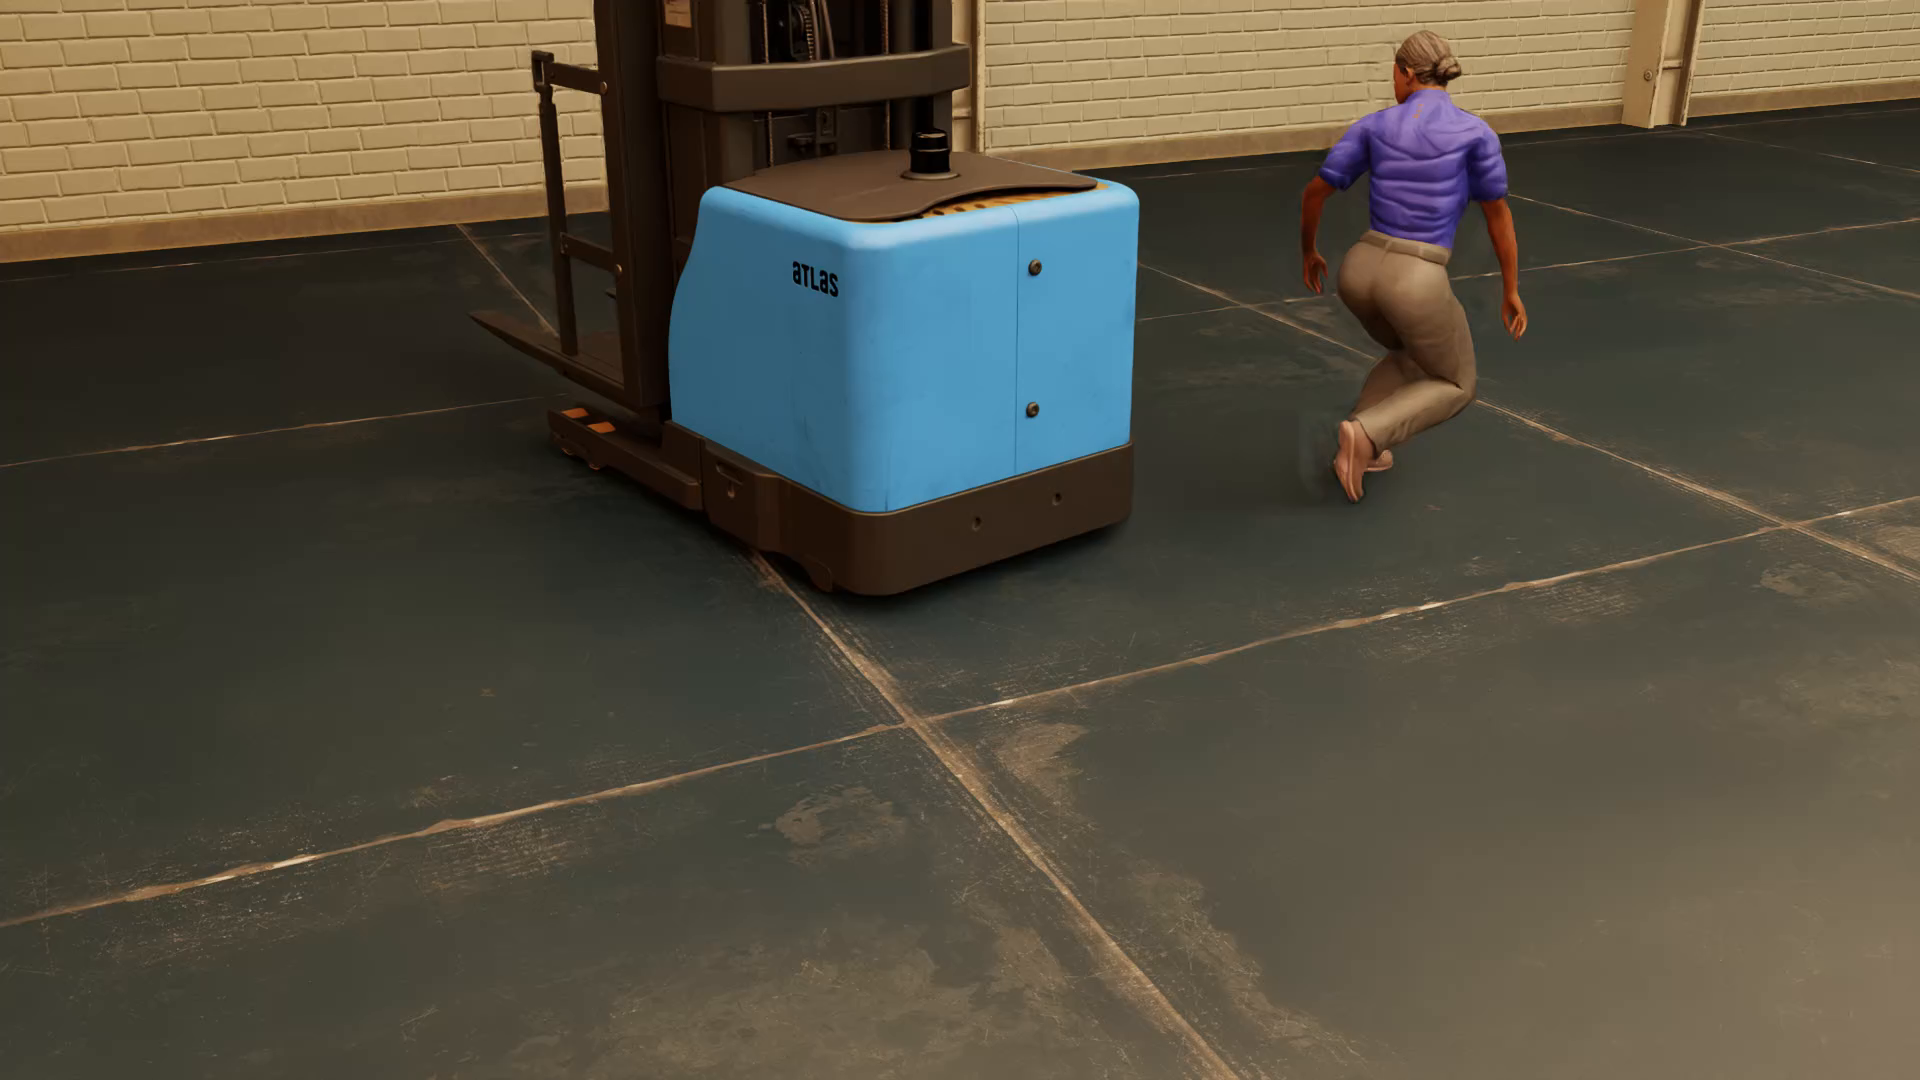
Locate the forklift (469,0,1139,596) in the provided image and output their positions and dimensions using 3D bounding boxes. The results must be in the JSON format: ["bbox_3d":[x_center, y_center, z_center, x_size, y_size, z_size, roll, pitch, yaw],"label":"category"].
[{"bbox_3d":[-0.783,-1.696,5.369,1.130,2.935,3.031,-17,28,-35],"label":"forklift"}]

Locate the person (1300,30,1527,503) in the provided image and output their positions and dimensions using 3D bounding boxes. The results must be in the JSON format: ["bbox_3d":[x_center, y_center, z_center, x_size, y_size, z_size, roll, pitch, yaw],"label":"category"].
[{"bbox_3d":[1.398,-0.855,5.318,0.620,1.452,0.746,-20,30,-40],"label":"person"}]
